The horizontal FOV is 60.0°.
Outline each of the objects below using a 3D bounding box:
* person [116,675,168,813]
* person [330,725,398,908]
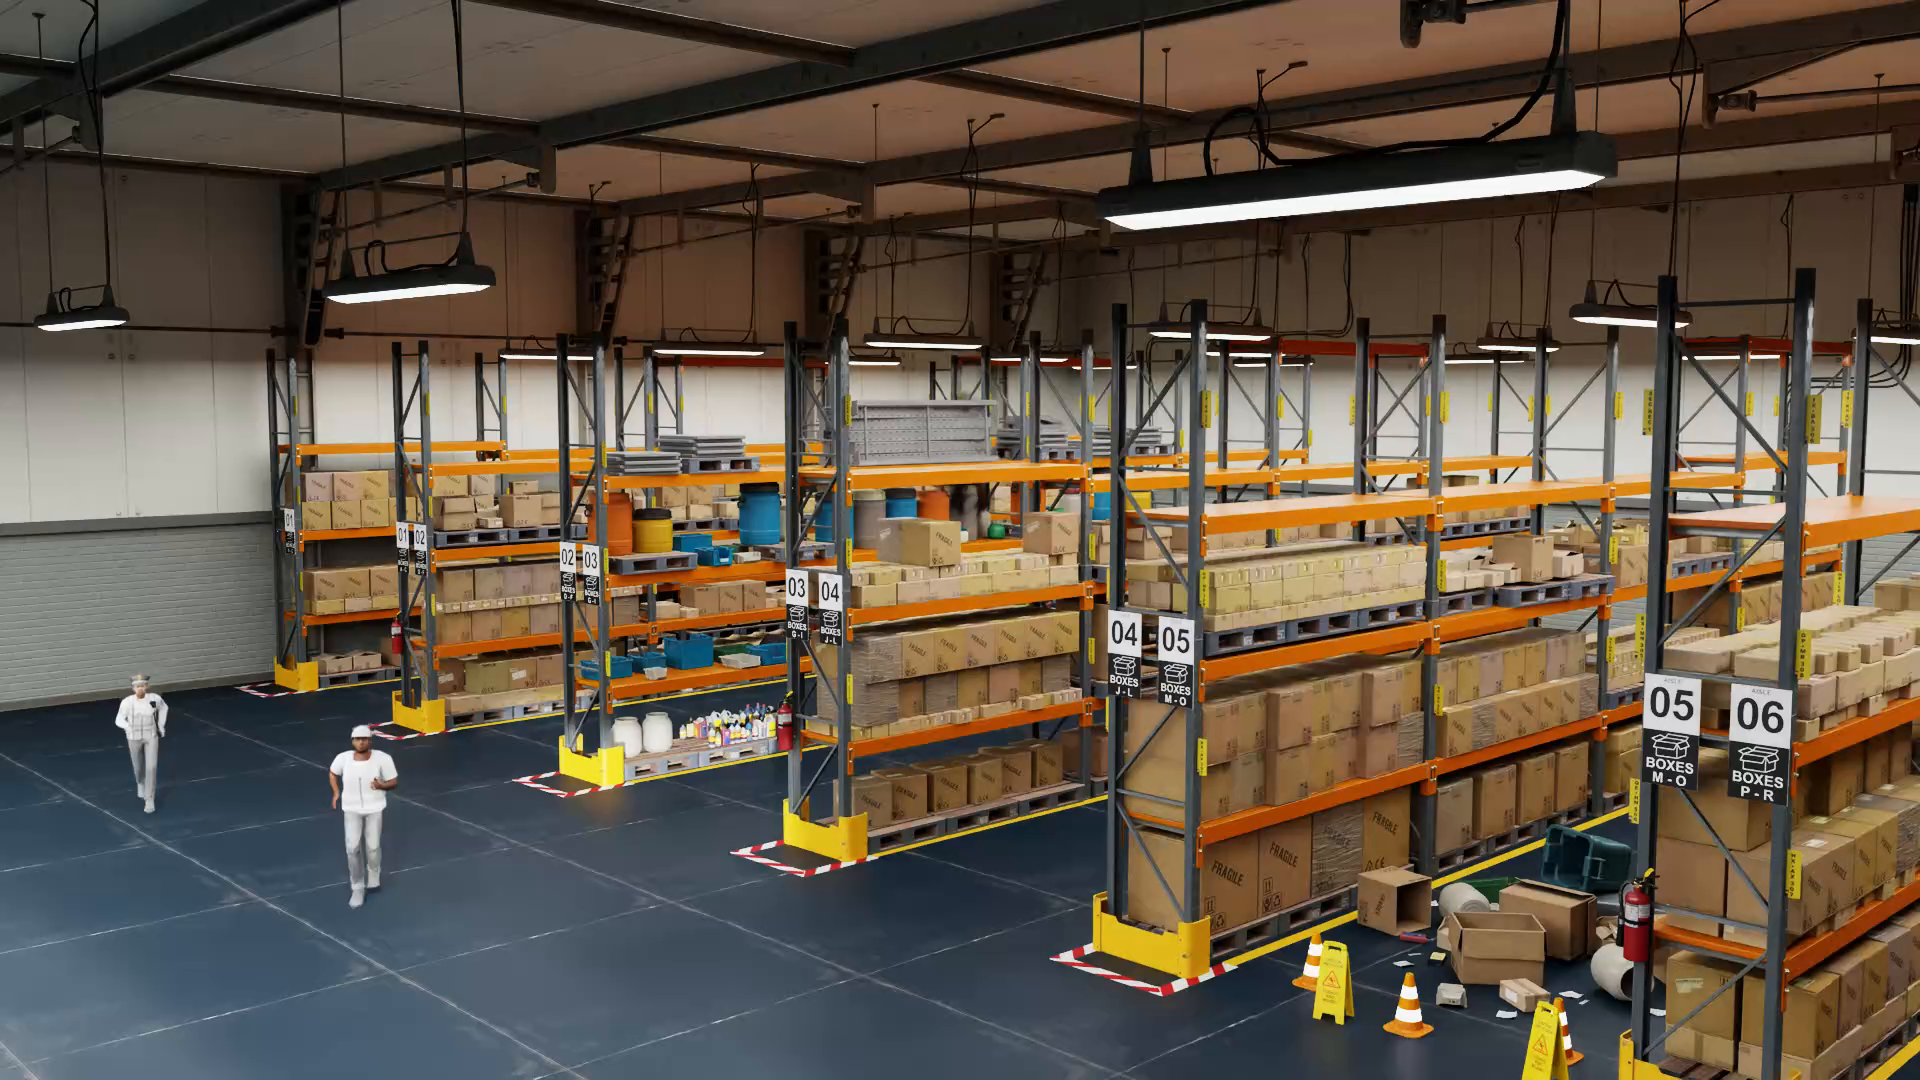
[{"bbox_3d":[-10.277,2.505,20.917,0.583,1.691,0.935,-2,5,-22],"label":"person"},{"bbox_3d":[-6.128,2.802,17.104,0.678,1.820,0.738,-1,5,-16],"label":"person"}]
